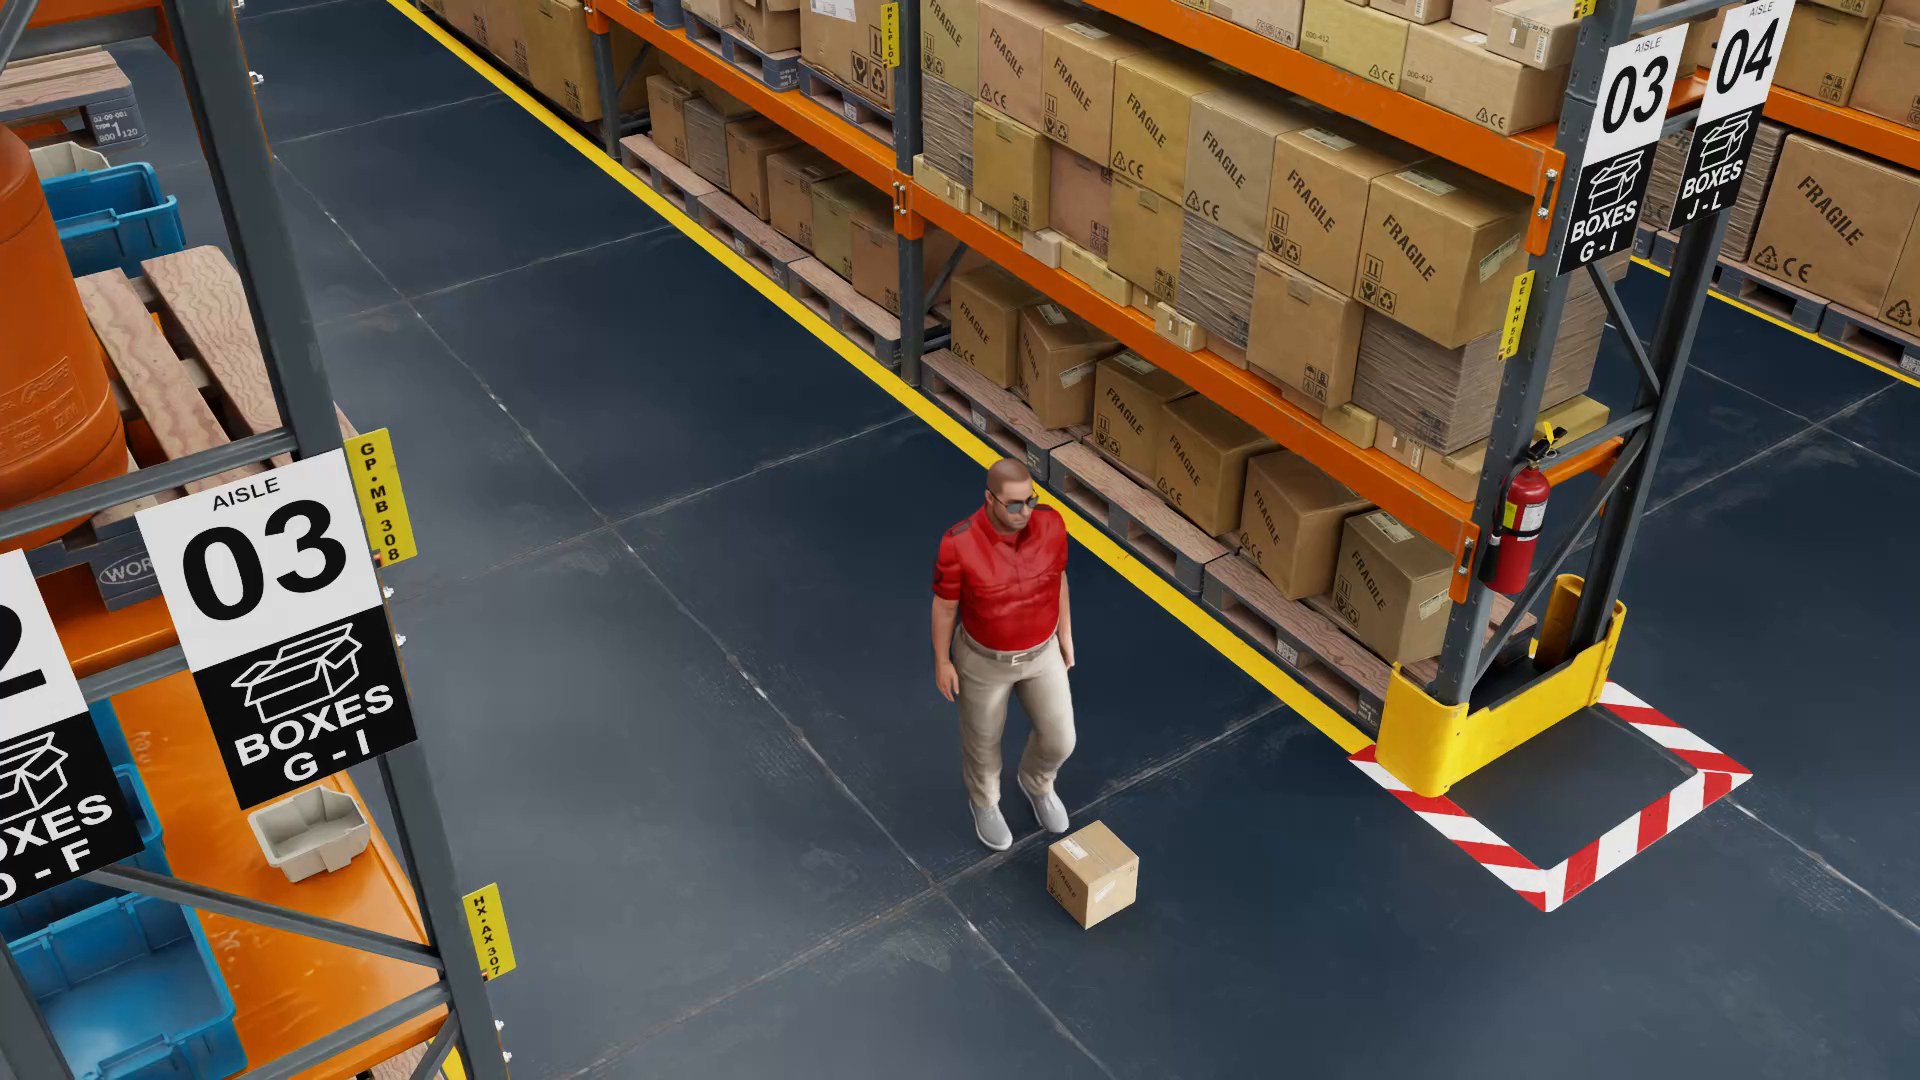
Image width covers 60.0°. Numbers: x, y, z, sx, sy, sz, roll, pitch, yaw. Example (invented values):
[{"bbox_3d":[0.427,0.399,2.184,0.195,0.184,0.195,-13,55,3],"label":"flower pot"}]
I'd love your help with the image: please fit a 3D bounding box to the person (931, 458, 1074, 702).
[{"bbox_3d":[0.181,0.160,6.191,0.567,1.031,0.339,-13,38,-17],"label":"person"}]
